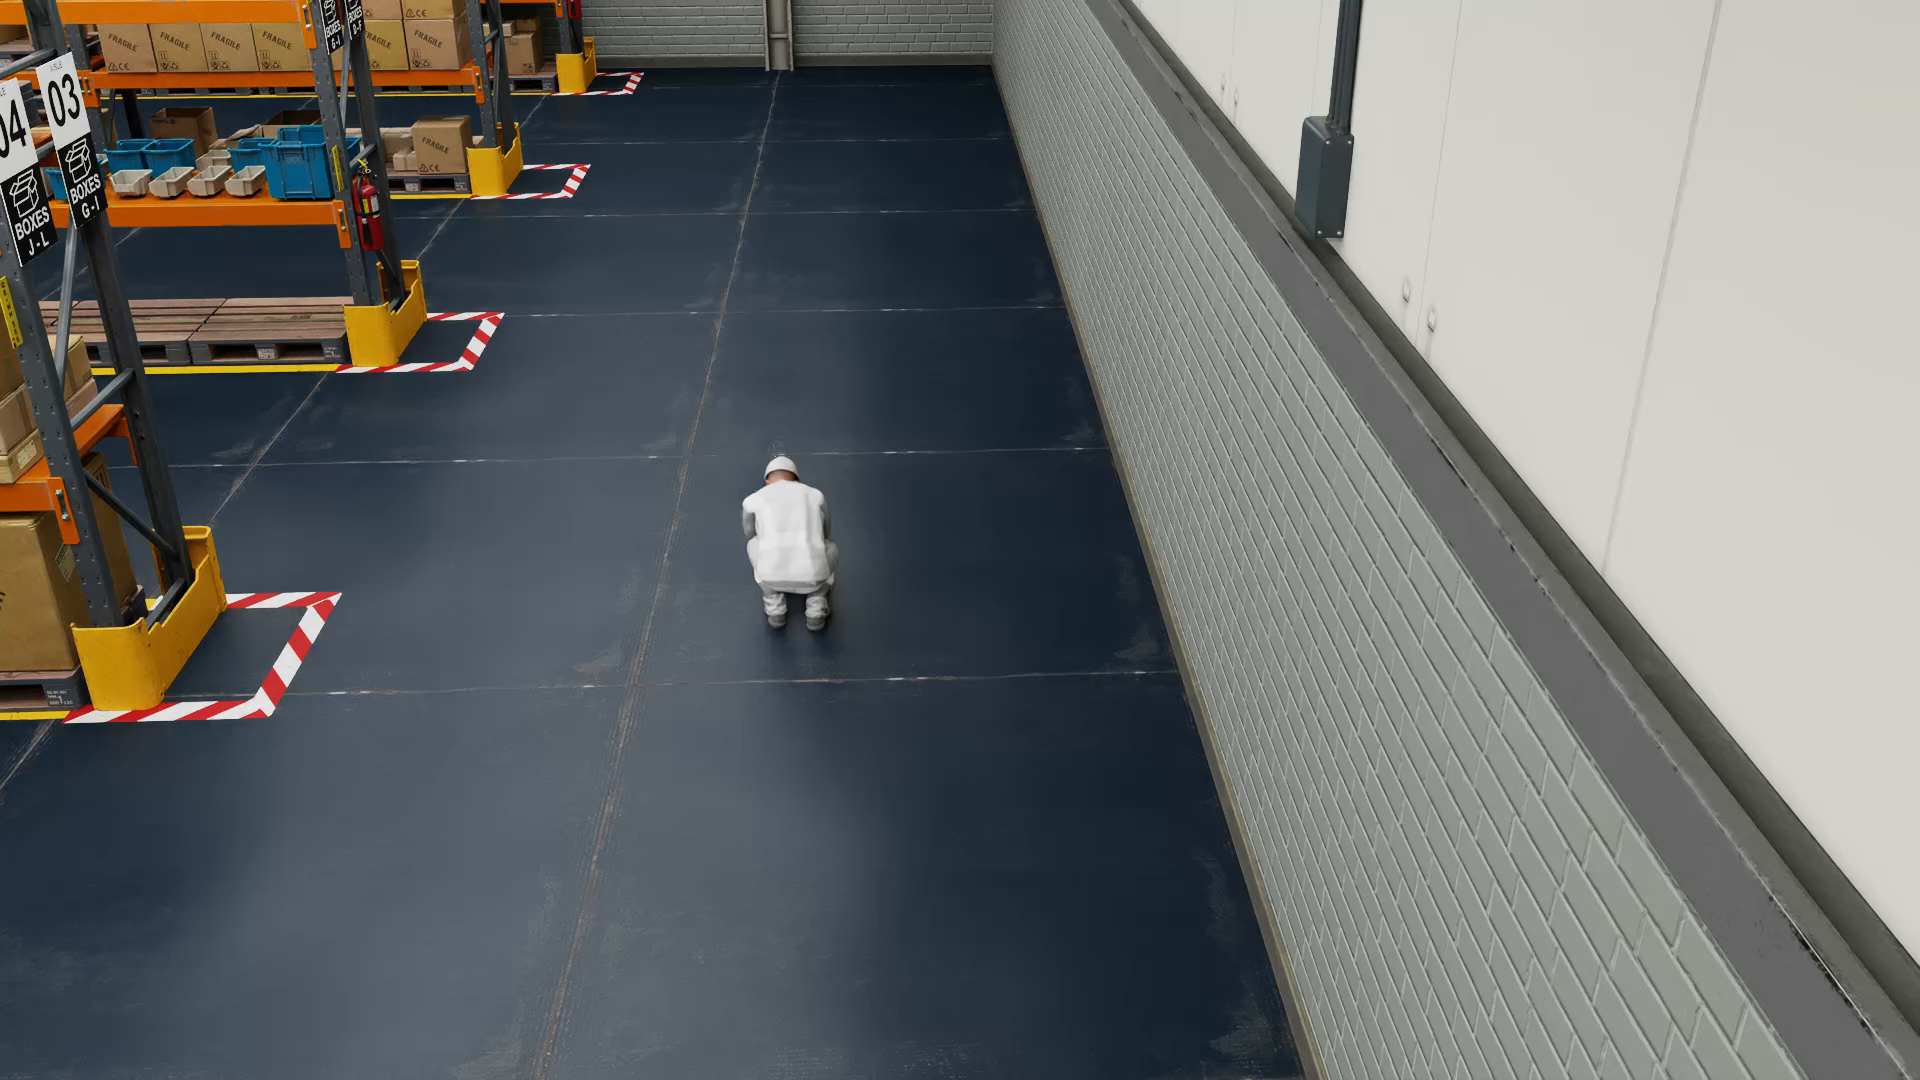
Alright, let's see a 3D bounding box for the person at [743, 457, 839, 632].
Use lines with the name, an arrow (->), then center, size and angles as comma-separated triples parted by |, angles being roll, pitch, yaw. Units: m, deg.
person -> -0.977, 0.067, 9.610 | 0.552, 0.874, 0.910 | -1, 27, -3
